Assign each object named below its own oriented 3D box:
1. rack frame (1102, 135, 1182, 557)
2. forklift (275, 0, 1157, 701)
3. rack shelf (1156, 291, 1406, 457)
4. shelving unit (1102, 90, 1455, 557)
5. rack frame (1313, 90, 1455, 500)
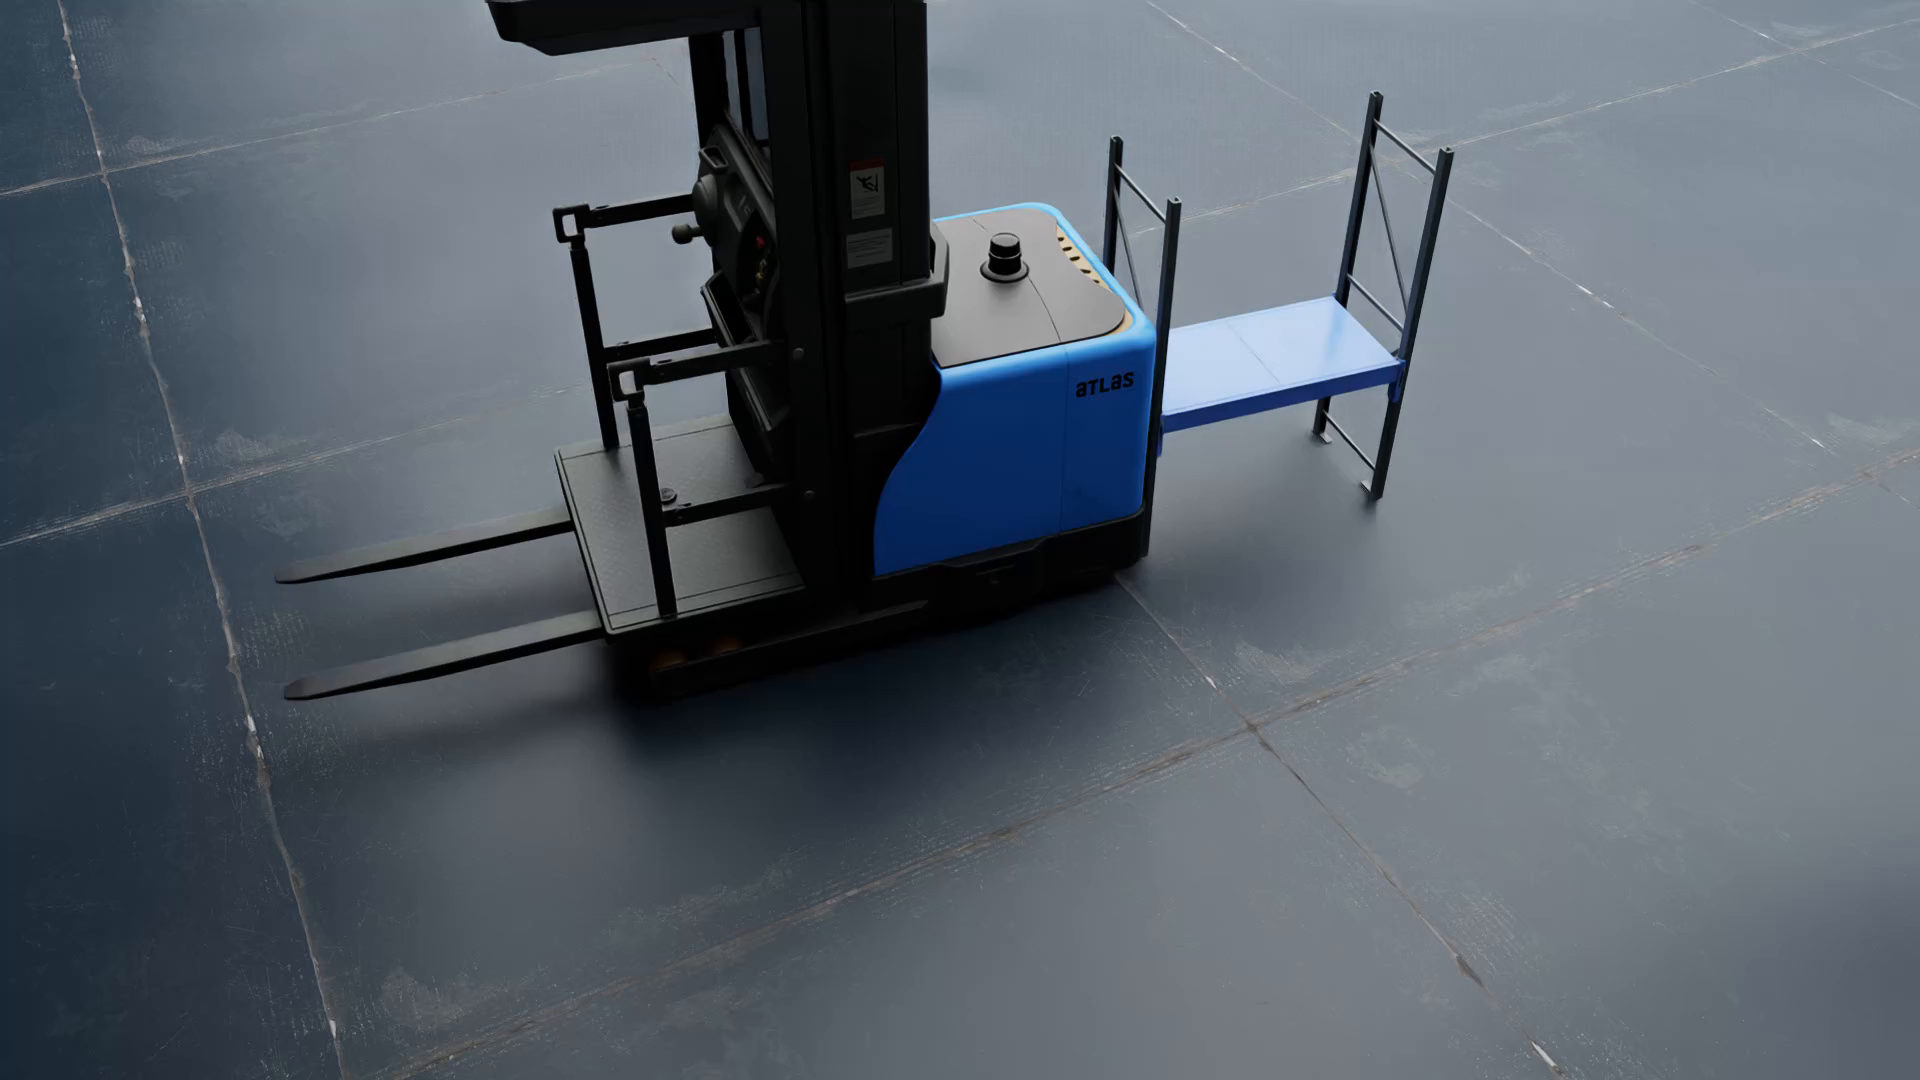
[{"bbox_3d":[0.614,-0.662,6.002,0.032,1.500,0.500,-13,42,-15],"label":"rack frame"},{"bbox_3d":[-0.894,-0.966,5.253,3.031,2.935,1.130,-13,42,-15],"label":"forklift"},{"bbox_3d":[1.092,-0.637,6.250,1.000,0.185,0.538,-13,42,-15],"label":"rack shelf"},{"bbox_3d":[1.092,-0.774,6.134,1.048,1.500,0.538,-13,42,-15],"label":"shelving unit"},{"bbox_3d":[1.569,-0.886,6.267,0.032,1.500,0.500,-13,42,-15],"label":"rack frame"}]
